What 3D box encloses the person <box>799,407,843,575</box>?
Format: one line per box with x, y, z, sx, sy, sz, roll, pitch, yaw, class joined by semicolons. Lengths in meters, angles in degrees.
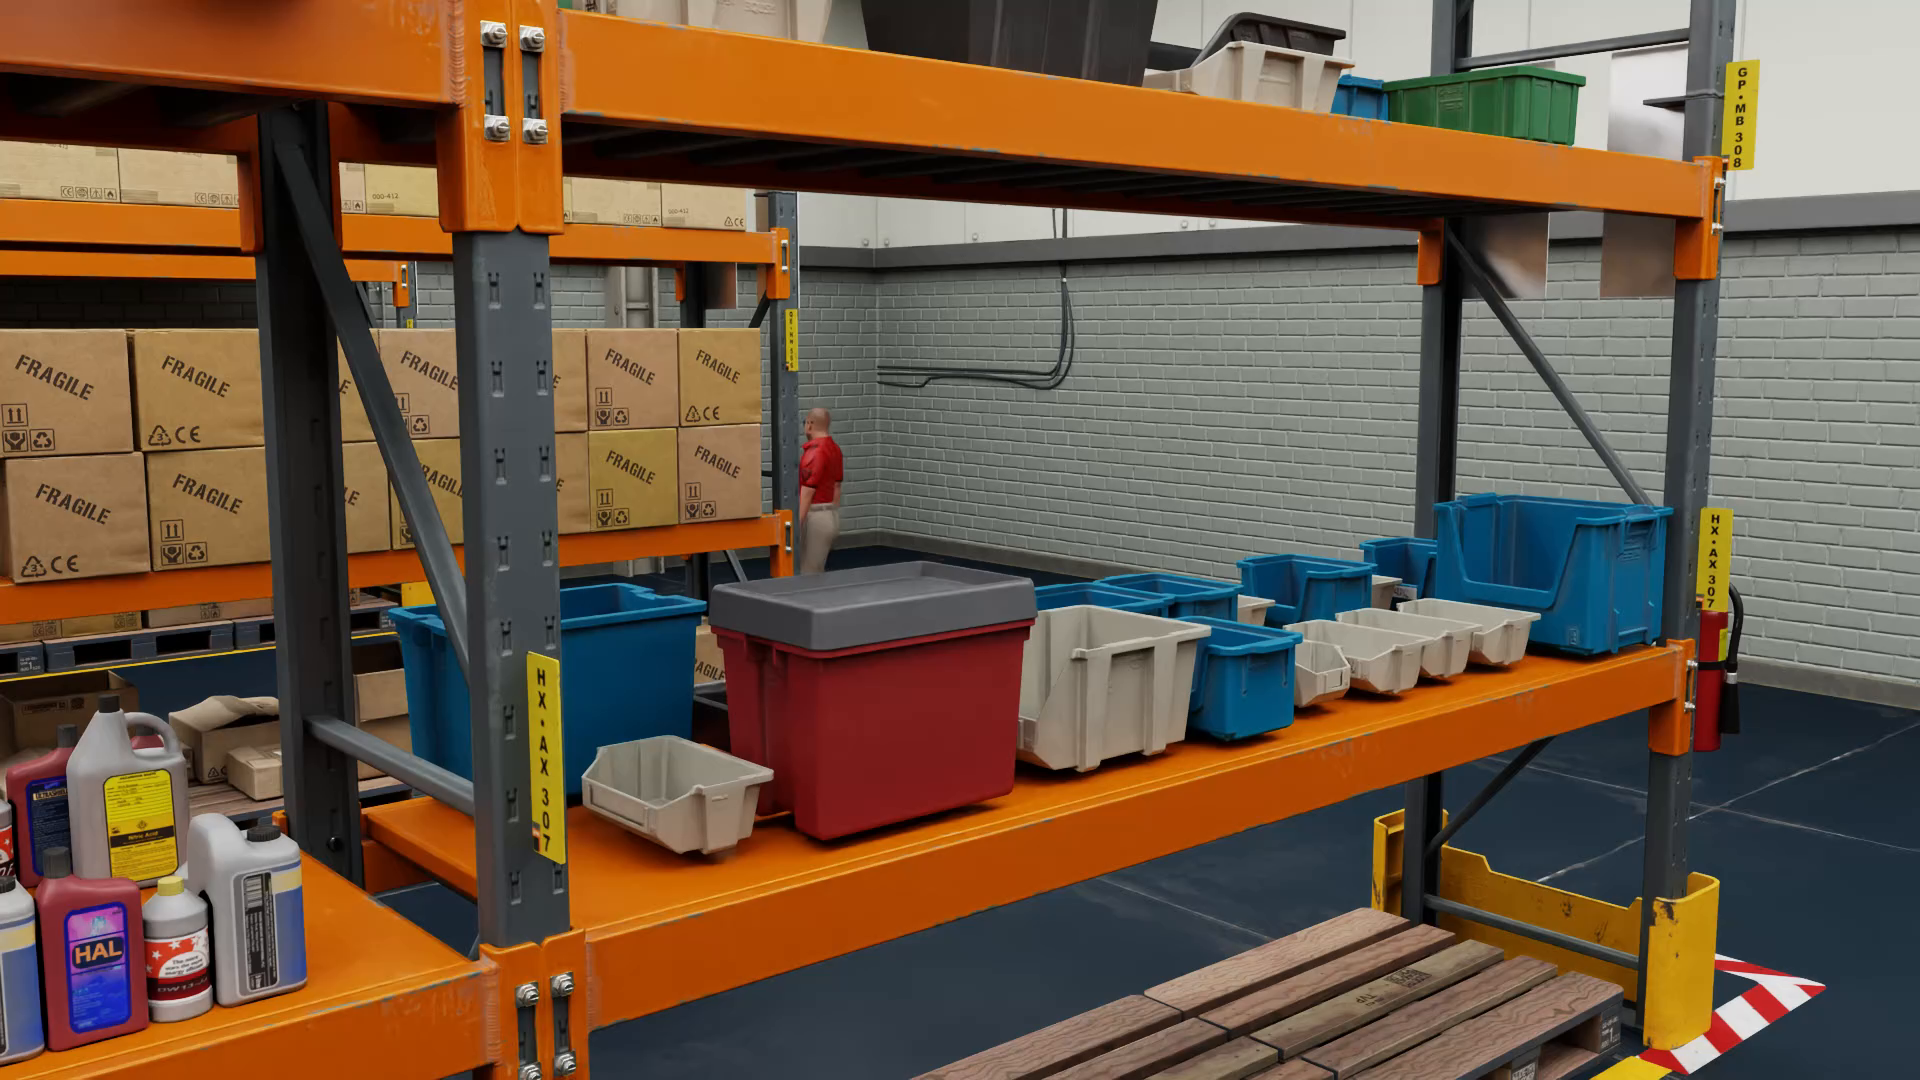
-1.048;-0.087;11.859;0.485;1.719;0.545;1;7;9;person
